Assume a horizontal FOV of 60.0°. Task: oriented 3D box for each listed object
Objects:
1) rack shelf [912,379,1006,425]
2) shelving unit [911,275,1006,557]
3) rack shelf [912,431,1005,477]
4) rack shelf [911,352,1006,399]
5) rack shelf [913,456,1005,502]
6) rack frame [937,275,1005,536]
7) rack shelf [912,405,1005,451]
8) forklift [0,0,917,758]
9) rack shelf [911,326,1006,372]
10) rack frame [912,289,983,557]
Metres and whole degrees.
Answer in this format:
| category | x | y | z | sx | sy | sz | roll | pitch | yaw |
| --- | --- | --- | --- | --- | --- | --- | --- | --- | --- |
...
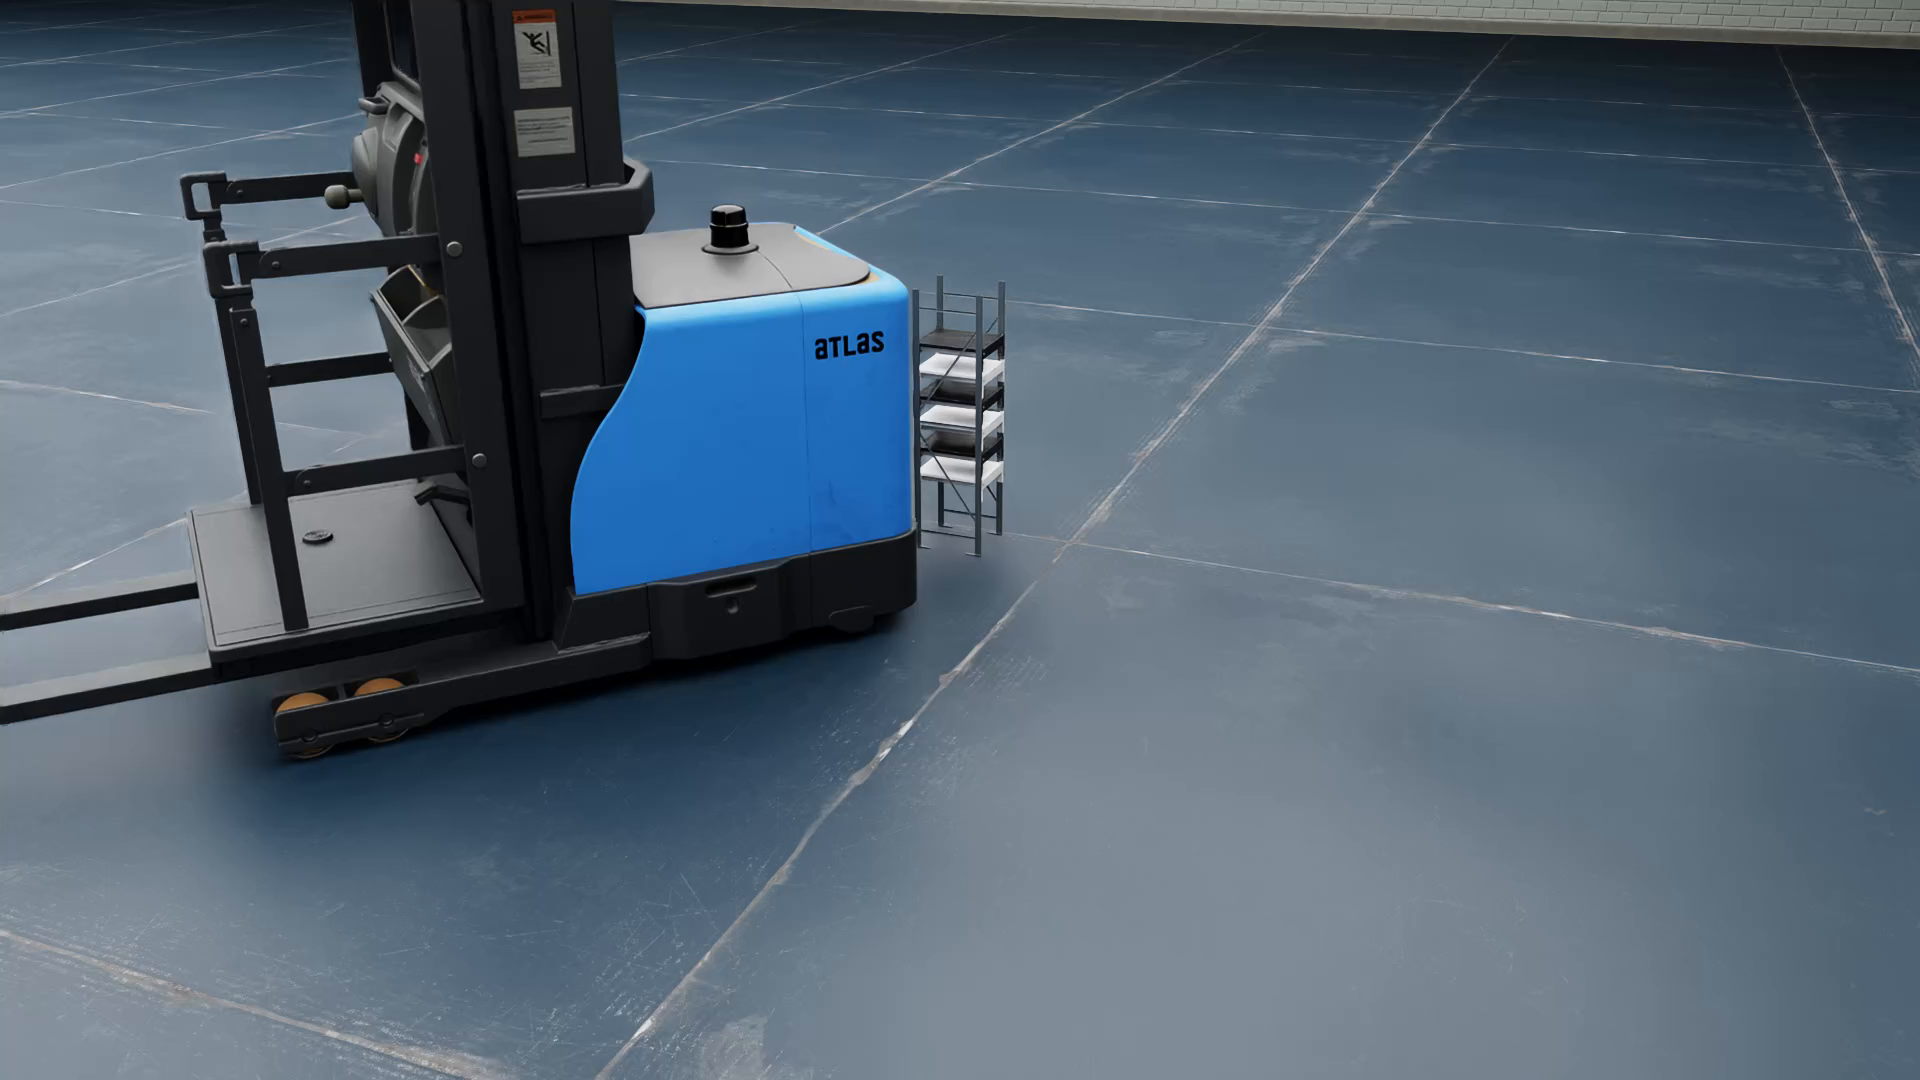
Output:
| category | x | y | z | sx | sy | sz | roll | pitch | yaw |
| --- | --- | --- | --- | --- | --- | --- | --- | --- | --- |
| rack shelf | -0.003 | -0.465 | 5.548 | 0.258 | 0.077 | 0.200 | 9 | 24 | 20 |
| shelving unit | -0.003 | -0.412 | 5.570 | 0.258 | 0.900 | 0.210 | 9 | 24 | 20 |
| rack shelf | -0.003 | -0.299 | 5.617 | 0.258 | 0.077 | 0.200 | 9 | 24 | 20 |
| rack shelf | -0.003 | -0.548 | 5.513 | 0.258 | 0.077 | 0.200 | 9 | 24 | 20 |
| rack shelf | -0.003 | -0.215 | 5.652 | 0.258 | 0.077 | 0.200 | 9 | 24 | 20 |
| rack frame | 0.035 | -0.449 | 5.657 | 0.240 | 0.900 | 0.006 | 9 | 24 | 20 |
| rack shelf | -0.003 | -0.382 | 5.582 | 0.258 | 0.077 | 0.200 | 9 | 24 | 20 |
| forklift | -1.687 | -1.011 | 4.367 | 3.031 | 2.935 | 1.130 | -11 | 25 | -24 |
| rack shelf | -0.003 | -0.631 | 5.478 | 0.258 | 0.077 | 0.200 | 9 | 24 | 20 |
| rack frame | -0.041 | -0.376 | 5.483 | 0.240 | 0.900 | 0.006 | 9 | 24 | 20 |
